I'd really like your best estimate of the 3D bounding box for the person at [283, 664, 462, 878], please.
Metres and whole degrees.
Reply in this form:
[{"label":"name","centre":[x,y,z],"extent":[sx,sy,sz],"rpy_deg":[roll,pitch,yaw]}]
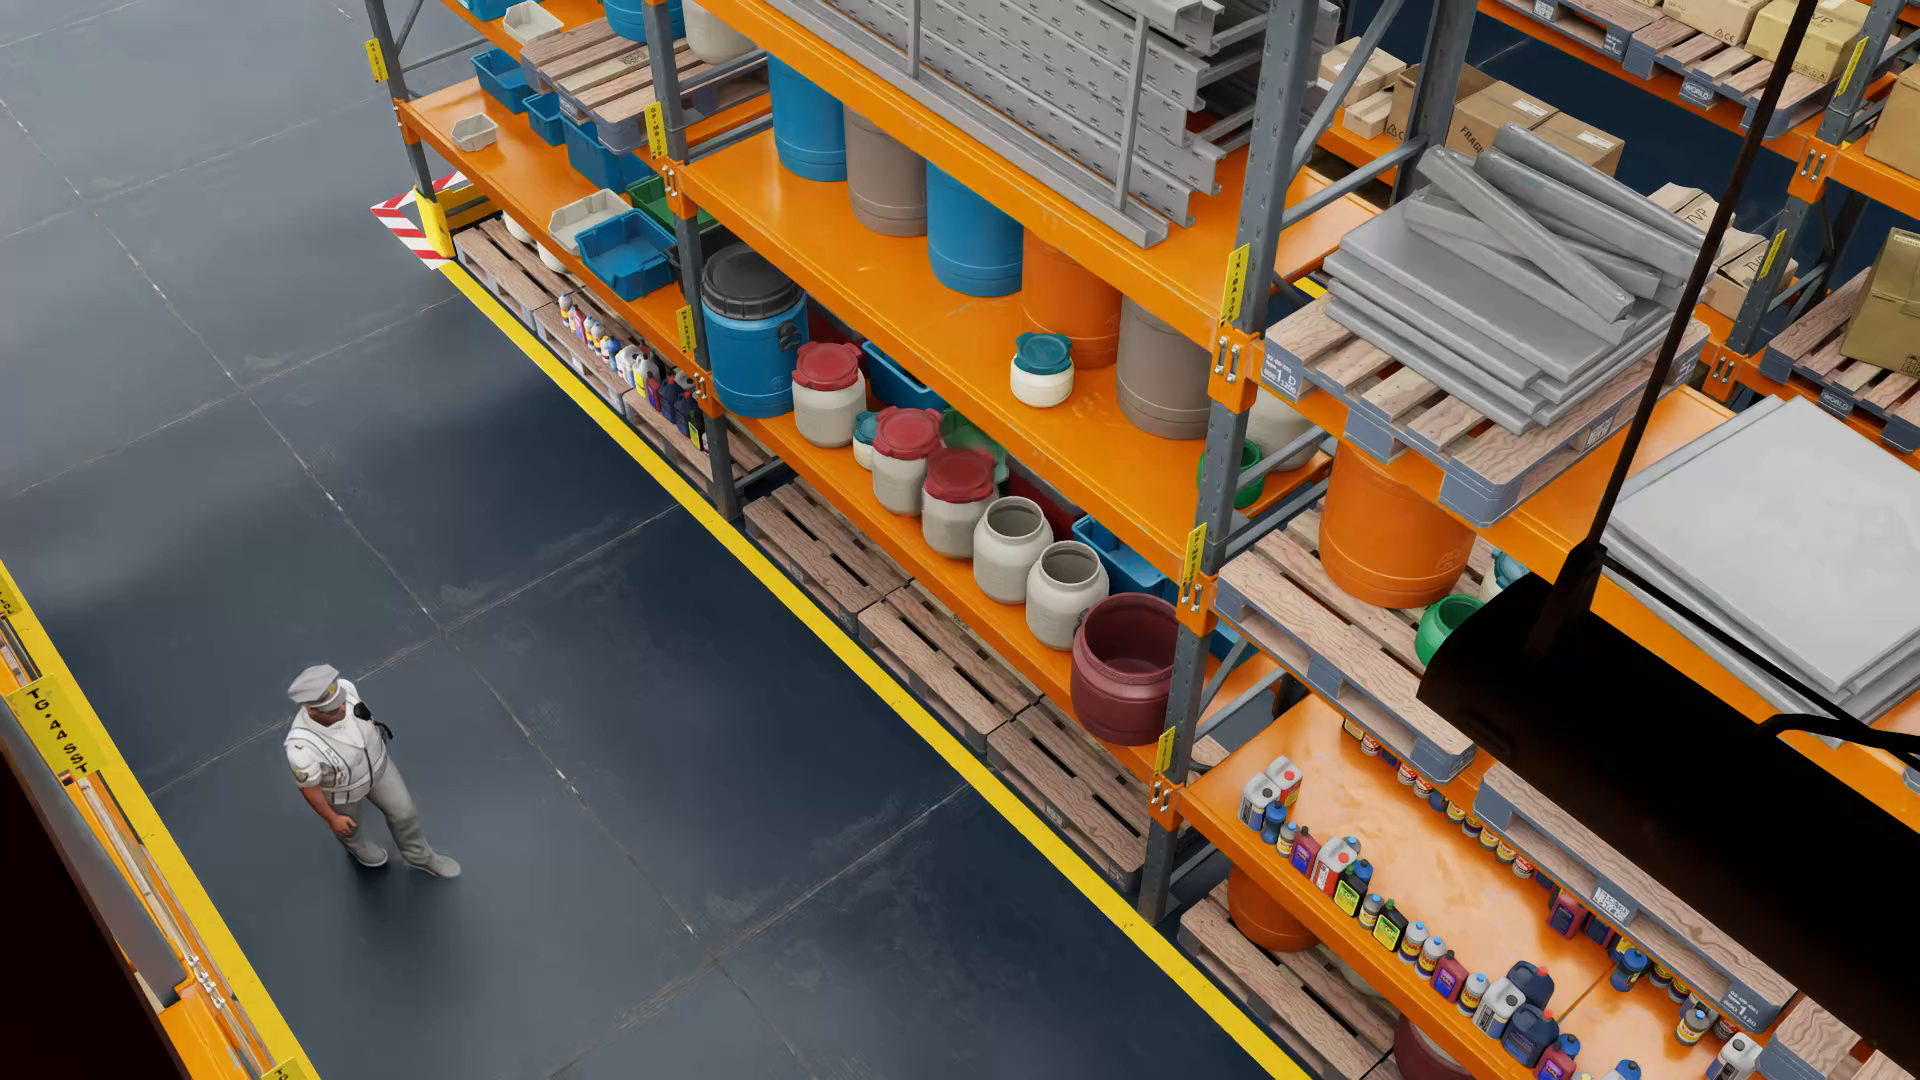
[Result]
[{"label":"person","centre":[-3.177,1.249,8.626],"extent":[0.682,1.798,0.538],"rpy_deg":[28,53,24]}]
